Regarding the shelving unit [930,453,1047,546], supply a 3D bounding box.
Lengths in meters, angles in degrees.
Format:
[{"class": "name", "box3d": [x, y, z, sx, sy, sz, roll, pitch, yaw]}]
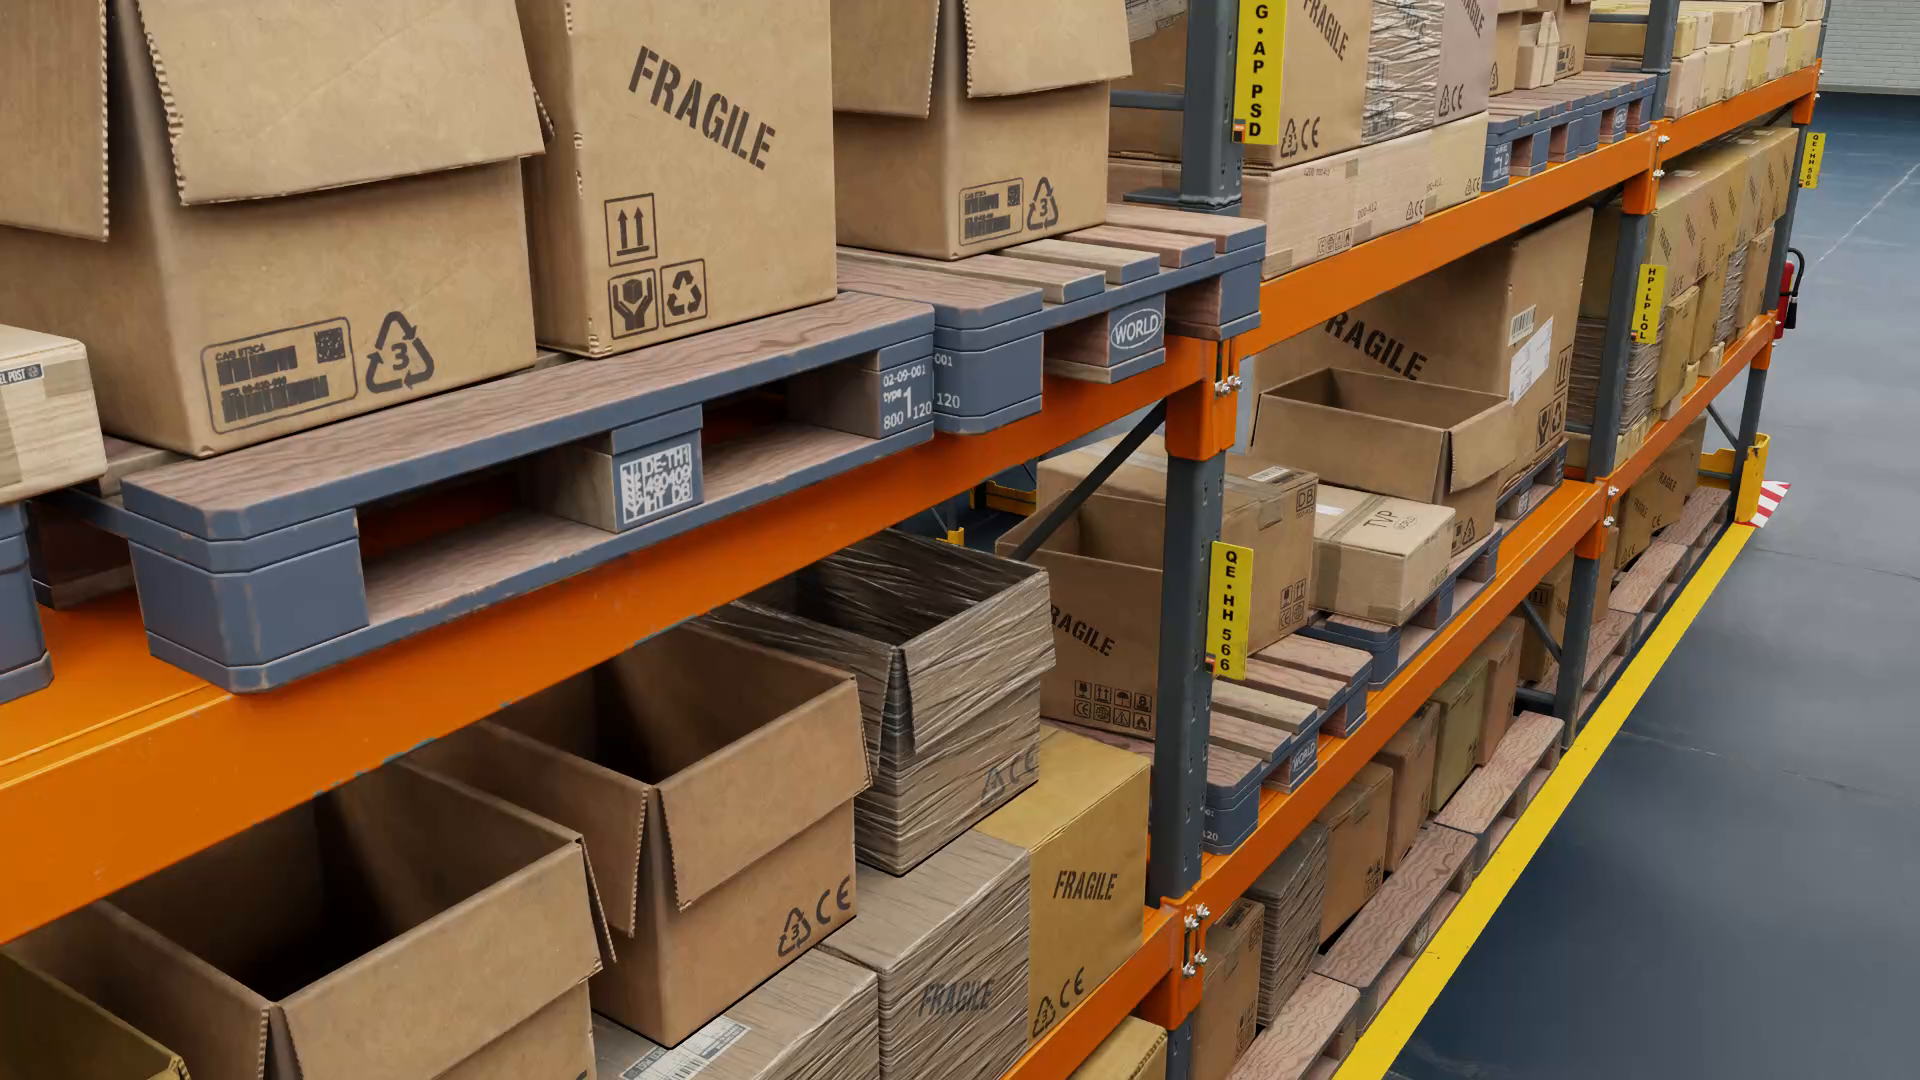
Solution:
[{"class": "shelving unit", "box3d": [0.043, -0.725, 10.064, 0.587, 1.500, 1.083, 13, 24, 32]}]

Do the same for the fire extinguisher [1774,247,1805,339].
[{"class": "fire extinguisher", "box3d": [5.100, -1.601, 10.382, 0.296, 0.674, 0.183, 13, 24, 32]}]

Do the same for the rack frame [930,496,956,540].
[{"class": "rack frame", "box3d": [-0.238, -0.582, 9.677, 0.500, 1.500, 0.032, 13, 24, 32]}]

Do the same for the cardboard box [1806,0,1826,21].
[{"class": "cardboard box", "box3d": [4.757, -3.078, 9.579, 0.380, 0.149, 0.250, 13, 24, 32]}]

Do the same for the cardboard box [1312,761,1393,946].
[{"class": "cardboard box", "box3d": [1.132, 1.045, 6.085, 0.700, 0.500, 0.500, 16, 25, 36]}]

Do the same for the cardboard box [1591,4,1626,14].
[{"class": "cardboard box", "box3d": [2.985, -2.512, 8.049, 0.380, 0.149, 0.250, 14, 25, 34]}]

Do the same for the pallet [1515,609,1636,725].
[{"class": "pallet", "box3d": [2.754, 0.561, 8.443, 1.003, 0.211, 1.213, 13, 24, 32]}]

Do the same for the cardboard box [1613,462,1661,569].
[{"class": "cardboard box", "box3d": [3.615, -0.189, 9.451, 0.500, 0.500, 0.500, 16, 26, 37]}]

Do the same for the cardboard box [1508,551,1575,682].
[{"class": "cardboard box", "box3d": [2.664, 0.321, 8.070, 0.500, 0.500, 0.500, 12, 24, 30]}]

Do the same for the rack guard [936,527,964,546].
[{"class": "rack guard", "box3d": [-0.237, 0.004, 9.894, 0.587, 0.250, 0.087, 13, 24, 32]}]

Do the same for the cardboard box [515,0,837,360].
[{"class": "cardboard box", "box3d": [-0.538, -0.596, 2.480, 0.500, 0.500, 0.500, 15, 25, 35]}]

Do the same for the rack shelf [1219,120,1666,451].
[{"class": "rack shelf", "box3d": [1.282, -1.043, 5.473, 1.077, 0.370, 4.000, 13, 24, 32]}]

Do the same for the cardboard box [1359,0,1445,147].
[{"class": "cardboard box", "box3d": [0.923, -1.317, 4.313, 0.500, 0.500, 0.500, 13, 24, 32]}]

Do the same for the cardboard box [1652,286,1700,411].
[{"class": "cardboard box", "box3d": [3.020, -0.987, 8.037, 0.875, 0.500, 0.500, 13, 24, 32]}]

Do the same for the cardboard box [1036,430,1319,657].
[{"class": "cardboard box", "box3d": [0.659, 0.014, 5.153, 0.700, 0.500, 0.500, 18, 27, 40]}]

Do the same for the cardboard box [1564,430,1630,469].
[{"class": "cardboard box", "box3d": [2.776, -0.432, 7.472, 0.380, 0.149, 0.250, 13, 24, 32]}]

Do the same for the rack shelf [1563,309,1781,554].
[{"class": "rack shelf", "box3d": [3.530, -0.783, 9.096, 1.077, 0.370, 4.000, 13, 24, 32]}]

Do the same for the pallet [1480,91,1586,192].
[{"class": "pallet", "box3d": [1.391, -1.411, 5.704, 1.213, 0.211, 1.003, 13, 24, 32]}]

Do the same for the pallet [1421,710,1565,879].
[{"class": "pallet", "box3d": [1.970, 0.984, 7.299, 1.003, 0.211, 1.213, 13, 24, 32]}]

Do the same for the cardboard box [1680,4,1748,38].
[{"class": "cardboard box", "box3d": [3.546, -2.485, 7.978, 0.380, 0.149, 0.250, 13, 24, 31]}]

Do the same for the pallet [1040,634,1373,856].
[{"class": "pallet", "box3d": [0.470, 0.465, 4.960, 1.213, 0.211, 1.003, 13, 24, 32]}]

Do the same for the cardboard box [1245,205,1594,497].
[{"class": "cardboard box", "box3d": [1.844, -0.825, 6.701, 1.000, 1.000, 1.000, 13, 24, 32]}]

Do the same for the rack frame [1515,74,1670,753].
[{"class": "rack frame", "box3d": [2.406, -0.547, 7.420, 1.000, 3.000, 0.127, 13, 24, 32]}]

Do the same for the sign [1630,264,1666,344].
[{"class": "sign", "box3d": [2.867, -0.983, 6.929, 0.100, 0.325, 0.005, 13, 24, 32]}]

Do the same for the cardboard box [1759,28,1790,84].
[{"class": "cardboard box", "box3d": [4.020, -2.554, 8.739, 0.500, 0.250, 0.500, 14, 24, 33]}]

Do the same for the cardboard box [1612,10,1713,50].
[{"class": "cardboard box", "box3d": [3.108, -2.267, 7.389, 0.380, 0.149, 0.250, 13, 24, 32]}]

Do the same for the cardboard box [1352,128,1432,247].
[{"class": "cardboard box", "box3d": [0.921, -0.968, 4.451, 0.500, 0.250, 0.500, 14, 24, 33]}]

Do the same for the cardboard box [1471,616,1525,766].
[{"class": "cardboard box", "box3d": [2.043, 0.591, 7.313, 0.700, 0.500, 0.500, 11, 23, 28]}]

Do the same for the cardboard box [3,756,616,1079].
[{"class": "cardboard box", "box3d": [-1.007, 0.670, 2.540, 0.797, 0.503, 0.637, 14, 25, 34]}]

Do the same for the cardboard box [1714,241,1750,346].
[{"class": "cardboard box", "box3d": [3.824, -1.427, 9.226, 0.875, 0.500, 0.500, 13, 24, 32]}]

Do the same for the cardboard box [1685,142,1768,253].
[{"class": "cardboard box", "box3d": [3.990, -1.857, 8.946, 0.500, 0.500, 0.500, 13, 24, 32]}]

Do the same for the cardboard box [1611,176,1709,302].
[{"class": "cardboard box", "box3d": [3.149, -1.426, 7.781, 0.500, 0.500, 0.500, 13, 24, 32]}]

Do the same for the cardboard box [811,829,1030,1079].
[{"class": "cardboard box", "box3d": [-0.200, 0.886, 3.403, 0.500, 0.500, 0.500, 13, 24, 31]}]

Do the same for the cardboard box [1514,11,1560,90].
[{"class": "cardboard box", "box3d": [1.960, -1.799, 6.068, 0.396, 0.266, 0.258, 14, 25, 34]}]

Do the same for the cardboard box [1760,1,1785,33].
[{"class": "cardboard box", "box3d": [4.019, -2.706, 8.574, 0.380, 0.149, 0.250, 12, 23, 29]}]

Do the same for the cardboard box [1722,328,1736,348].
[{"class": "cardboard box", "box3d": [4.273, -1.233, 9.636, 0.380, 0.149, 0.250, 13, 24, 32]}]

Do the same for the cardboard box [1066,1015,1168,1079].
[{"class": "cardboard box", "box3d": [-0.248, 1.594, 4.089, 1.225, 0.875, 0.875, 12, 23, 29]}]

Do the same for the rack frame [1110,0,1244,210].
[{"class": "rack frame", "box3d": [0.158, -2.213, 3.277, 1.000, 3.000, 0.127, 13, 24, 32]}]

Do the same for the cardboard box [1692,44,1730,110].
[{"class": "cardboard box", "box3d": [3.164, -2.115, 7.553, 0.500, 0.250, 0.500, 13, 24, 31]}]

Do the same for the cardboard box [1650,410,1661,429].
[{"class": "cardboard box", "box3d": [3.177, -0.652, 8.066, 0.380, 0.149, 0.250, 13, 24, 32]}]

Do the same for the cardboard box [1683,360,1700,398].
[{"class": "cardboard box", "box3d": [3.608, -0.865, 8.642, 0.380, 0.149, 0.250, 13, 24, 32]}]

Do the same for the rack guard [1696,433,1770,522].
[{"class": "rack guard", "box3d": [4.612, -0.501, 10.898, 1.175, 0.500, 0.348, 13, 24, 32]}]
